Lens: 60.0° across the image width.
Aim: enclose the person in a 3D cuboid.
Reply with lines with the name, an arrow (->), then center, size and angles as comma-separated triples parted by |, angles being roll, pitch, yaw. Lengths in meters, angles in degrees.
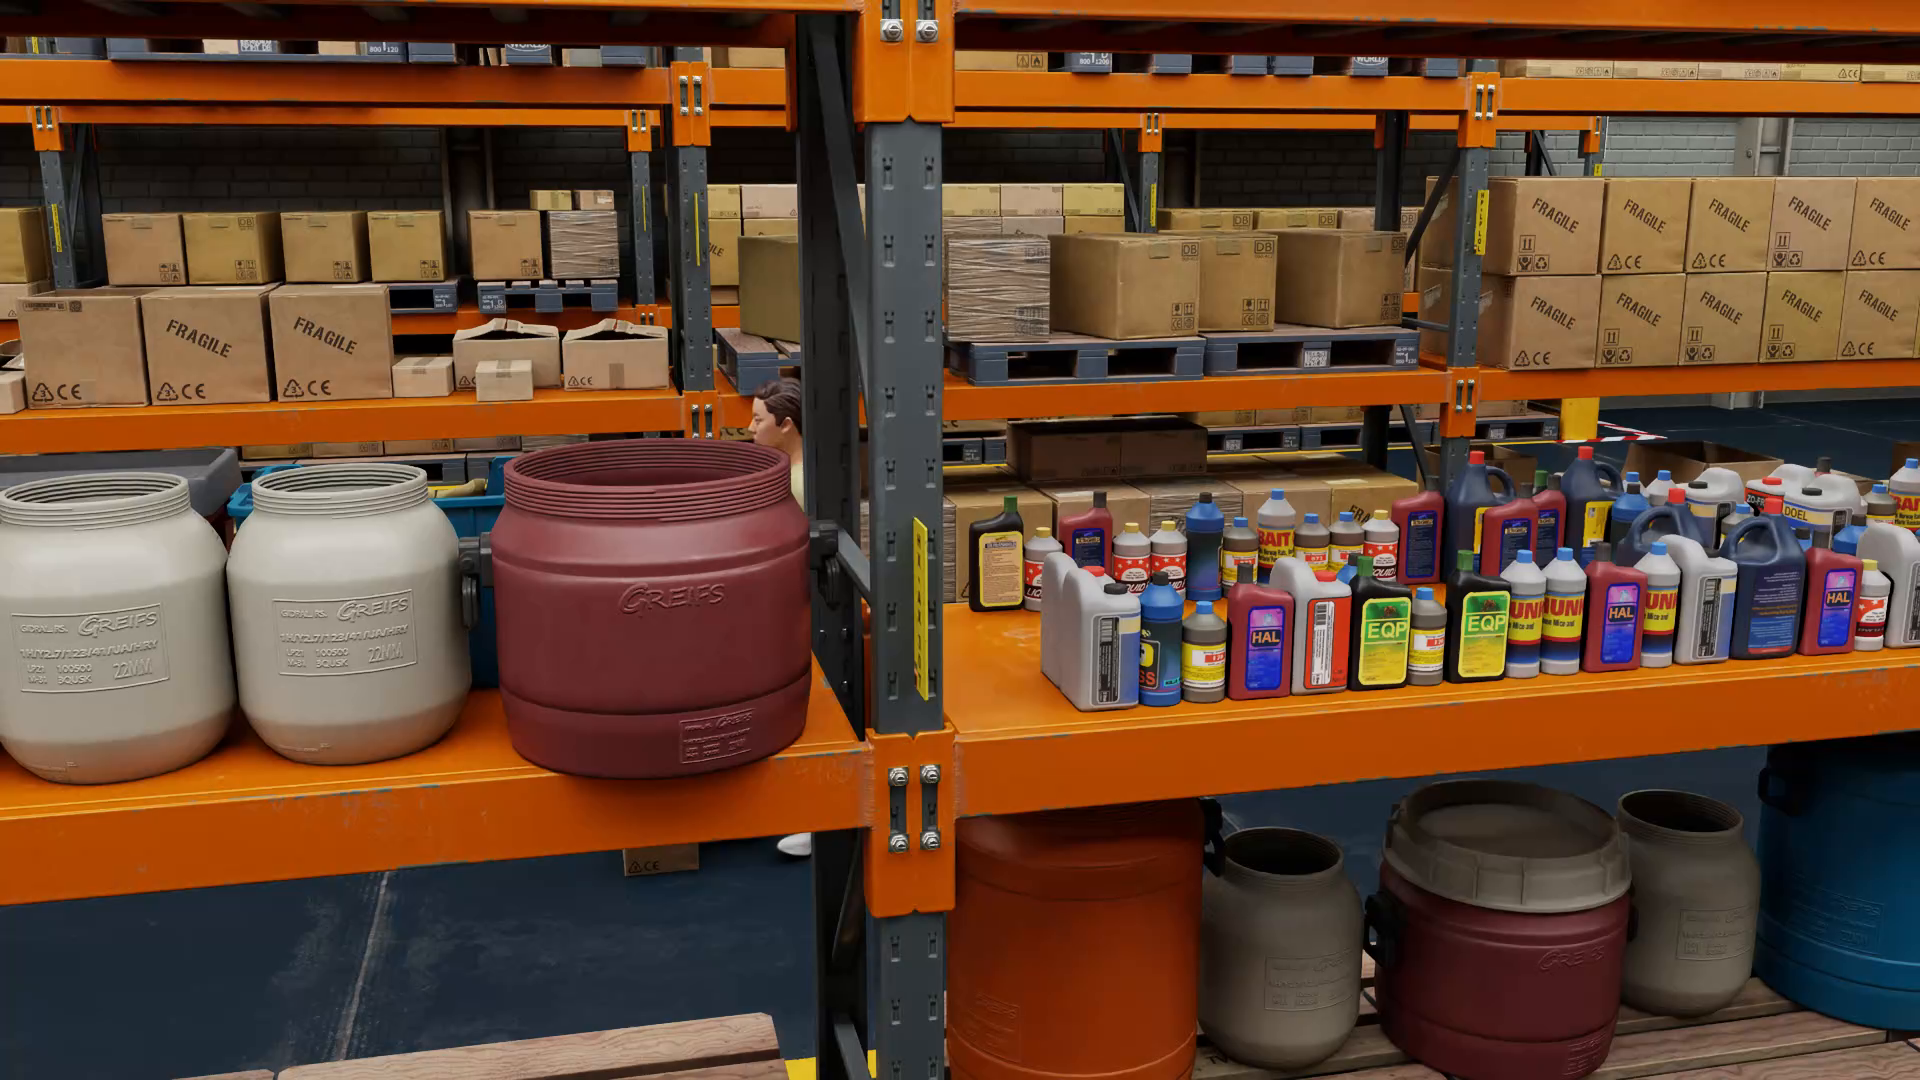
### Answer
person -> -0.645, 0.275, 5.737 | 0.551, 1.673, 0.459 | -5, 14, -20
